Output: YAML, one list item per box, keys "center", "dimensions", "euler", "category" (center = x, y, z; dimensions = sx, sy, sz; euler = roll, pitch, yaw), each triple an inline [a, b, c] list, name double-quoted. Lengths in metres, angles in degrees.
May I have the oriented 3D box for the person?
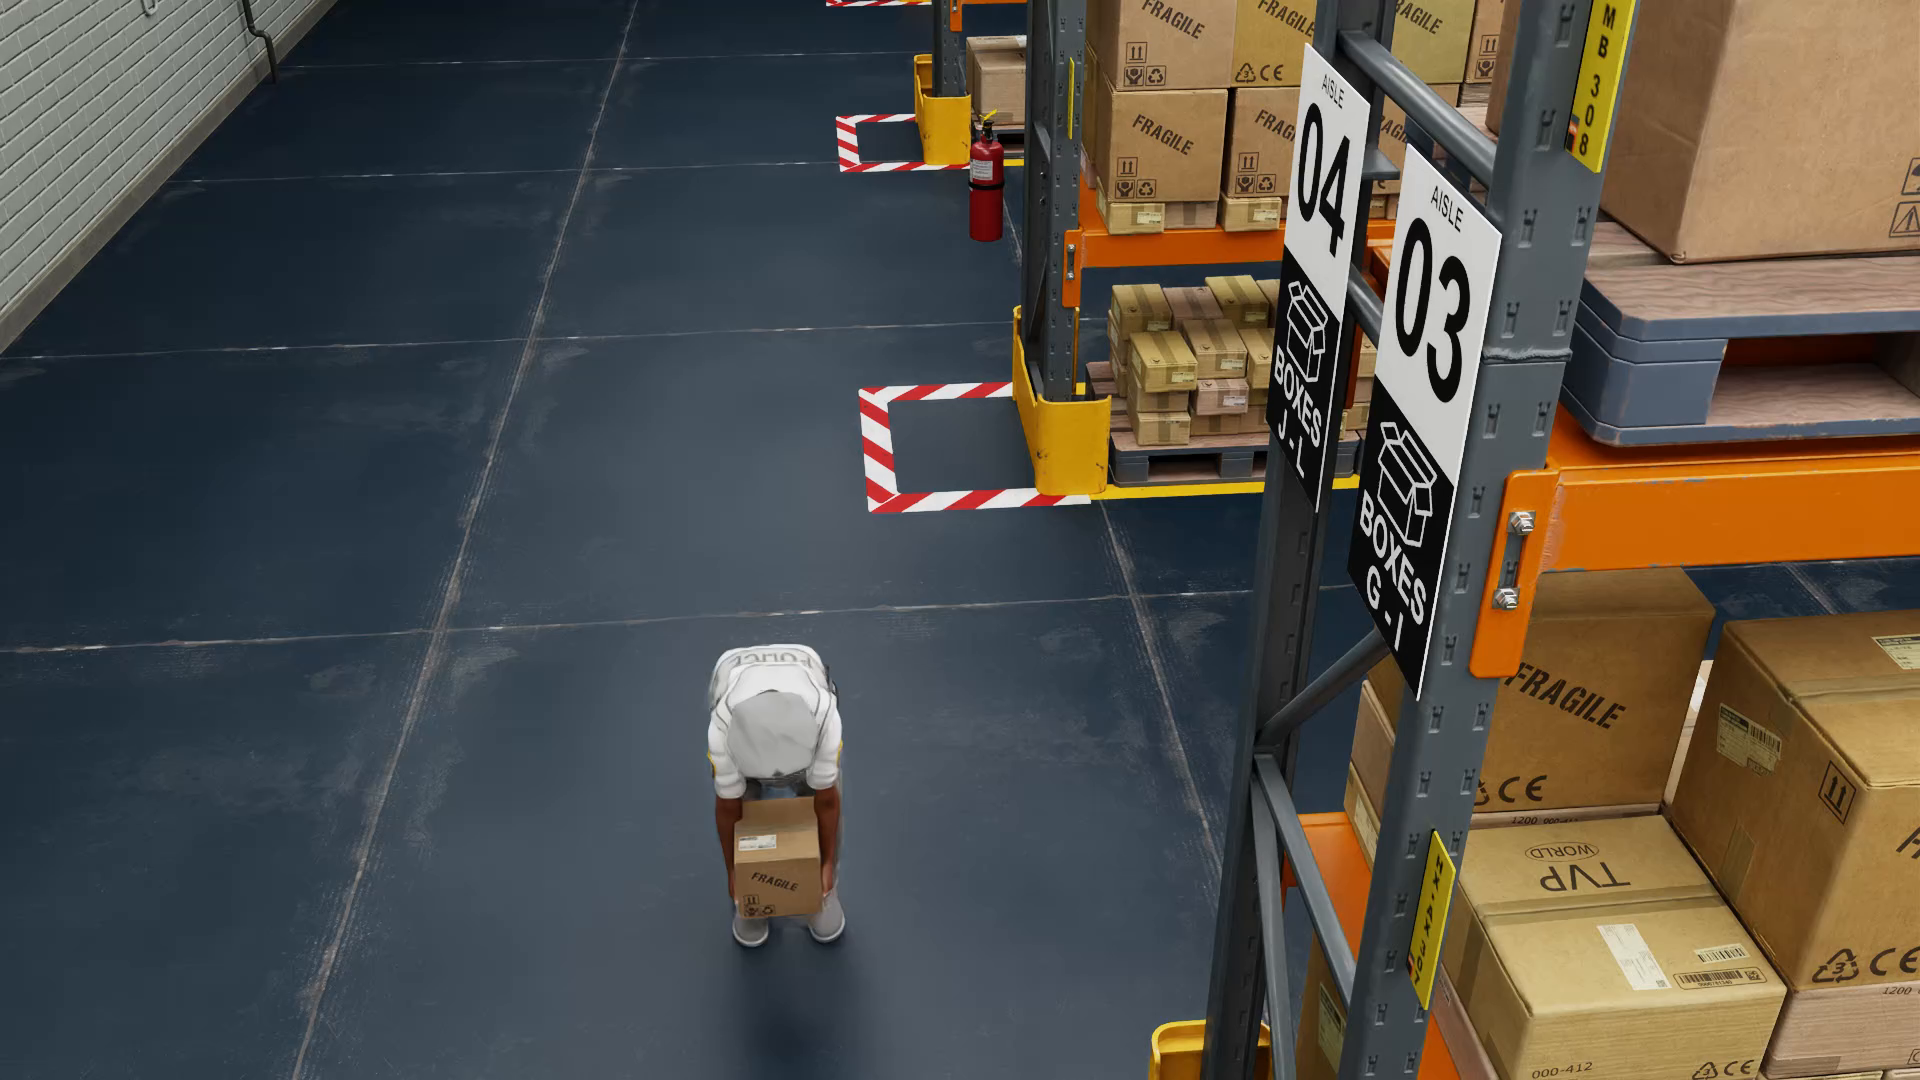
- center: [-0.555, 0.838, 5.120]
  dimensions: [0.414, 1.291, 0.902]
  euler: [-4, 31, -6]
  category: "person"
